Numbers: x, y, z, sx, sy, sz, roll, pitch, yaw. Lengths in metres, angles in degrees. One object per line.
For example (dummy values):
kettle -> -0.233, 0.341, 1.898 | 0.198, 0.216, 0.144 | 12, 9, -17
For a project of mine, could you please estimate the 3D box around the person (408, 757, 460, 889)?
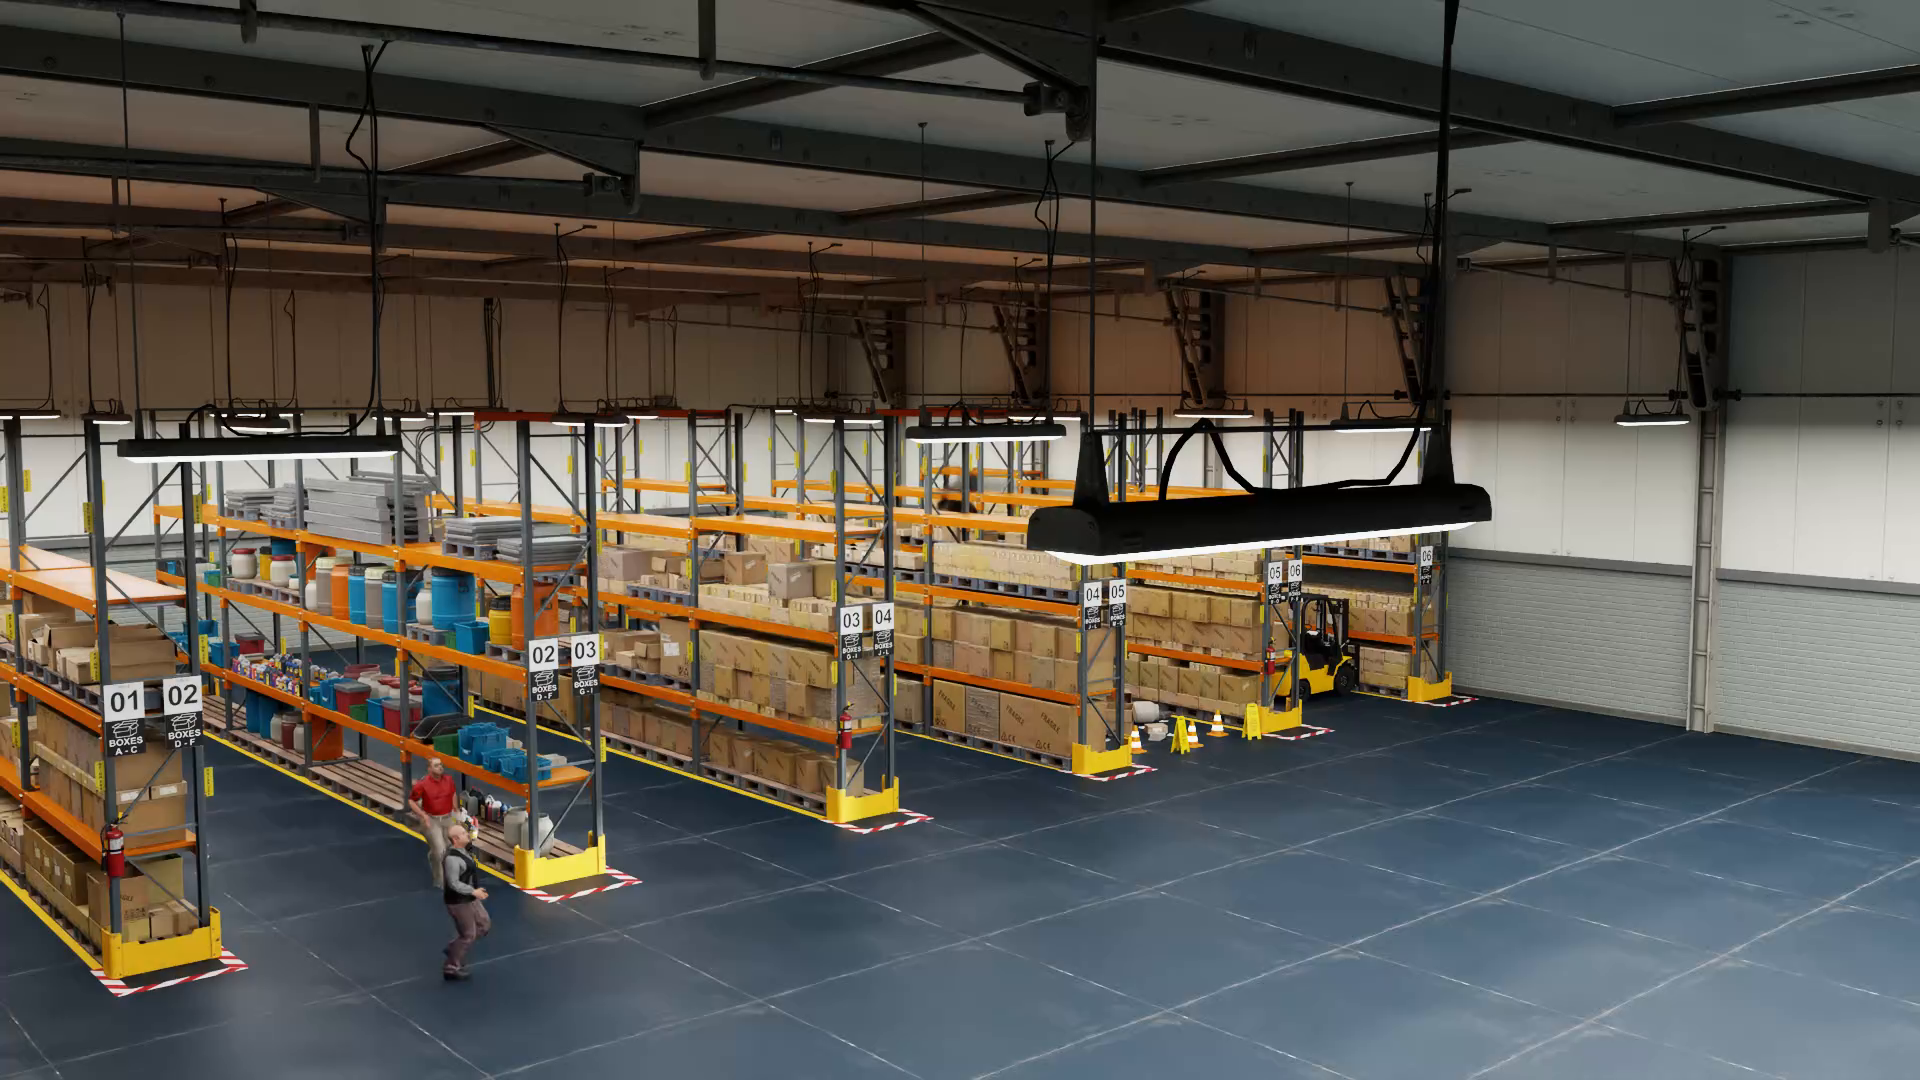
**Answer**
person -> -6.739, 3.615, 21.360 | 0.664, 1.680, 0.656 | 4, 7, 42

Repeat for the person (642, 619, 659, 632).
person -> -7.901, 1.810, 41.710 | 0.777, 1.748, 0.654 | 2, 5, 23

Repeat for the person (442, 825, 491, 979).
person -> -5.375, 3.908, 18.051 | 0.522, 1.682, 0.671 | -1, 5, -11
